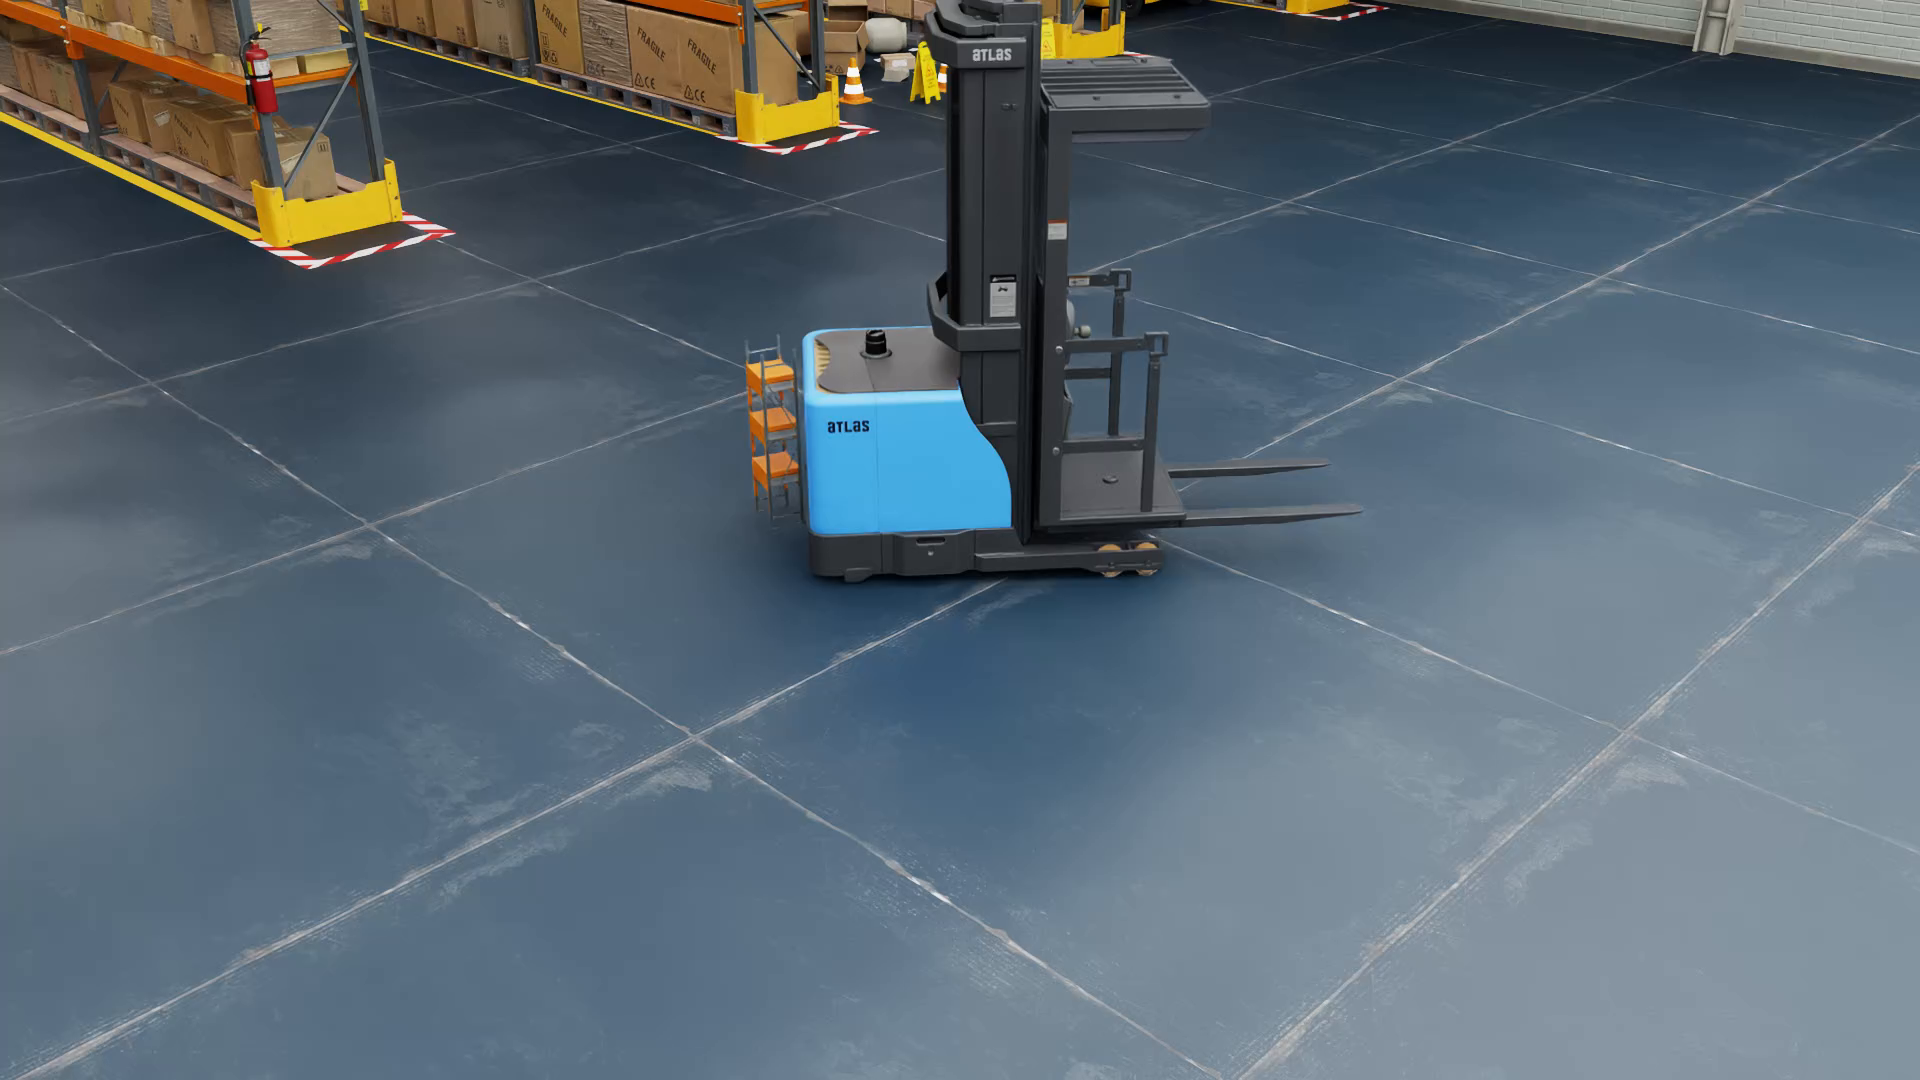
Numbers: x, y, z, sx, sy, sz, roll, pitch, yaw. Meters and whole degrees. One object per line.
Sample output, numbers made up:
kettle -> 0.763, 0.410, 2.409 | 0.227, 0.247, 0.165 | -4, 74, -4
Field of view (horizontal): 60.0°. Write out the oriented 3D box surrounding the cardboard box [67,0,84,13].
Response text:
cardboard box -> -7.922, -5.299, 15.678 | 0.500, 0.500, 0.875 | 25, 36, 38

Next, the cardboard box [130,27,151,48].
cardboard box -> -7.178, -4.524, 14.901 | 0.250, 0.149, 0.380 | 25, 36, 38

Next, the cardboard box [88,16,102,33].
cardboard box -> -7.890, -4.851, 15.523 | 0.250, 0.149, 0.380 | 25, 36, 38

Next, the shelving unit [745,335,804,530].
shelving unit -> -1.029, -0.592, 9.247 | 0.215, 1.050, 0.252 | -13, 30, -23

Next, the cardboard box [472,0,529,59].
cardboard box -> -5.156, -6.266, 19.910 | 0.750, 0.750, 1.050 | 24, 36, 38

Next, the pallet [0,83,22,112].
pallet -> -10.496, -5.106, 18.734 | 1.213, 0.211, 1.003 | 25, 36, 38

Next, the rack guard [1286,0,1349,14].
rack guard -> 5.095, -7.808, 23.563 | 0.348, 0.500, 1.175 | 25, 36, 38

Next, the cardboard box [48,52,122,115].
cardboard box -> -8.949, -4.748, 17.270 | 0.500, 0.500, 0.700 | 24, 36, 38

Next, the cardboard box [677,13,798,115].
cardboard box -> -2.328, -5.043, 17.450 | 0.875, 0.875, 0.875 | 25, 37, 39

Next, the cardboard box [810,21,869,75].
cardboard box -> -1.427, -5.902, 19.934 | 0.637, 0.503, 0.797 | 2, 28, 4

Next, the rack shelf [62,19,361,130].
rack shelf -> -6.773, -4.319, 15.015 | 4.000, 0.370, 1.077 | 25, 36, 38

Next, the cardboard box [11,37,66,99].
cardboard box -> -9.747, -5.113, 17.963 | 0.700, 0.500, 0.500 | -22, 35, -35

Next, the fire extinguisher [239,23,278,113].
fire extinguisher -> -5.589, -3.761, 13.262 | 0.183, 0.674, 0.296 | 25, 36, 38

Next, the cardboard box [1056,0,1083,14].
cardboard box -> 1.202, -6.937, 20.918 | 0.500, 0.500, 0.500 | 23, 36, 37

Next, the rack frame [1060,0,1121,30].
rack frame -> 1.601, -7.274, 19.861 | 0.127, 3.000, 1.000 | 25, 36, 38

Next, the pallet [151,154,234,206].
pallet -> -6.822, -3.451, 15.586 | 1.213, 0.211, 1.003 | 25, 36, 38

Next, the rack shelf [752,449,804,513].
rack shelf -> -1.028, -0.337, 9.382 | 0.215, 0.259, 0.240 | -13, 30, -23

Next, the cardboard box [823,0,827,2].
cardboard box -> -1.628, -7.772, 23.181 | 0.950, 0.372, 0.625 | -25, 37, -39

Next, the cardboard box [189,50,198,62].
cardboard box -> -6.404, -4.227, 14.336 | 0.250, 0.149, 0.380 | 25, 36, 38

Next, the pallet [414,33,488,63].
pallet -> -6.127, -6.294, 20.993 | 1.213, 0.211, 1.003 | 25, 36, 38

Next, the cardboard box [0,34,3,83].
cardboard box -> -10.560, -5.472, 18.647 | 0.500, 0.500, 0.700 | 22, 35, 36

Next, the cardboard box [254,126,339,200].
cardboard box -> -5.781, -3.274, 14.488 | 0.500, 0.500, 0.500 | -18, 33, -30

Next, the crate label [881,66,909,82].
crate label -> -0.750, -5.476, 19.517 | 0.298, 0.136, 0.250 | 7, 29, 13

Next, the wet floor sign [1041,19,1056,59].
wet floor sign -> 0.986, -5.815, 19.616 | 0.267, 0.644, 0.232 | -13, 30, -22

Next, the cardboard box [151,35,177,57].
cardboard box -> -6.839, -4.353, 14.576 | 0.250, 0.149, 0.380 | 25, 36, 38

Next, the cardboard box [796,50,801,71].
cardboard box -> -2.133, -5.744, 19.888 | 0.396, 0.266, 0.258 | -18, 33, -31

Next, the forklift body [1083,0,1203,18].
forklift body -> 2.447, -8.560, 23.219 | 1.214, 2.155, 2.313 | 25, 36, 38

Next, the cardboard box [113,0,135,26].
cardboard box -> -7.163, -4.995, 15.098 | 0.500, 0.500, 0.875 | 25, 36, 38

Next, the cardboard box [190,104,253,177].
cardboard box -> -6.664, -3.668, 15.238 | 0.500, 0.500, 0.500 | -21, 34, -35

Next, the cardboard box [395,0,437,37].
cardboard box -> -6.506, -6.886, 21.089 | 1.050, 0.750, 0.750 | -25, 36, -38

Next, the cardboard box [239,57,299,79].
cardboard box -> -5.695, -3.899, 13.711 | 0.250, 0.149, 0.380 | 25, 36, 38

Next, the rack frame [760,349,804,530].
rack frame -> -0.975, -0.541, 9.150 | 0.200, 1.050, 0.008 | -13, 30, -23

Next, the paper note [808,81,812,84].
paper note -> -1.696, -5.345, 19.384 | 0.144, 0.017, 0.142 | -13, 30, -22

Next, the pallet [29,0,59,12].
pallet -> -8.643, -5.503, 16.699 | 1.213, 0.211, 1.003 | 25, 36, 38

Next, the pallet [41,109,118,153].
pallet -> -8.756, -4.310, 17.220 | 1.213, 0.211, 1.003 | 25, 36, 38

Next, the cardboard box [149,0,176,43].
cardboard box -> -6.487, -4.651, 14.444 | 0.500, 0.500, 0.875 | 25, 36, 38

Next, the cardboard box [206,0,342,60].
cardboard box -> -5.720, -4.350, 13.872 | 0.500, 0.500, 0.875 | 25, 36, 38

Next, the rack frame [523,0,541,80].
rack frame -> -4.650, -6.904, 19.156 | 0.127, 3.000, 1.000 | 25, 36, 38

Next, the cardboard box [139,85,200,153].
cardboard box -> -7.529, -4.042, 15.948 | 0.500, 0.500, 0.500 | -13, 31, -24

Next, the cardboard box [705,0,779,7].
cardboard box -> -2.094, -5.771, 16.841 | 0.550, 0.550, 0.875 | 25, 36, 38

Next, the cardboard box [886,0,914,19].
cardboard box -> -0.632, -7.096, 22.024 | 0.500, 0.250, 0.500 | -23, 35, -36

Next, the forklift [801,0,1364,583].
forklift -> 0.669, -1.347, 8.663 | 3.031, 2.935, 1.130 | -3, 28, -5

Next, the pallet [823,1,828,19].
pallet -> -1.808, -7.599, 23.474 | 1.213, 0.211, 1.003 | 25, 36, 38

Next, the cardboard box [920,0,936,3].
cardboard box -> -0.262, -7.257, 21.527 | 0.500, 0.500, 0.500 | -23, 35, -37

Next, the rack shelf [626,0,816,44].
rack shelf -> -3.224, -5.933, 18.082 | 4.000, 0.370, 1.077 | 25, 36, 38

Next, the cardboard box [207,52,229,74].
cardboard box -> -6.087, -4.045, 13.989 | 0.250, 0.149, 0.380 | 25, 36, 38

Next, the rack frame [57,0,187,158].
rack frame -> -8.200, -5.290, 16.088 | 0.127, 3.000, 1.000 | 25, 36, 38

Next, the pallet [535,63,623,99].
pallet -> -4.163, -5.395, 19.284 | 1.213, 0.211, 1.003 | 25, 36, 38

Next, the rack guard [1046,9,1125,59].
rack guard -> 1.546, -6.193, 20.490 | 0.348, 0.500, 1.175 | 25, 36, 38

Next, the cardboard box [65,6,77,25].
cardboard box -> -8.257, -5.009, 15.824 | 0.250, 0.149, 0.380 | 25, 36, 38

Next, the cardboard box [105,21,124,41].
cardboard box -> -7.556, -4.677, 15.192 | 0.250, 0.149, 0.380 | 25, 36, 38

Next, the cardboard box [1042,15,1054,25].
cardboard box -> 0.818, -6.425, 20.750 | 0.500, 0.250, 0.500 | 24, 36, 38

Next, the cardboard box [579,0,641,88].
cardboard box -> -3.605, -5.628, 18.561 | 0.875, 0.875, 0.875 | 25, 37, 39

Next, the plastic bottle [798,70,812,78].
plastic bottle -> -1.801, -5.514, 19.671 | 0.283, 0.061, 0.133 | 12, 30, 22

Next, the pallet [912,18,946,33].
pallet -> 0.126, -6.740, 21.840 | 1.213, 0.211, 1.003 | 25, 36, 38

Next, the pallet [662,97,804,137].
pallet -> -2.423, -4.599, 17.770 | 1.213, 0.211, 1.003 | 25, 36, 38

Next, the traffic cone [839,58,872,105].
traffic cone -> -1.181, -5.120, 18.490 | 0.334, 0.463, 0.336 | 25, 36, 38

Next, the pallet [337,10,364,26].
pallet -> -8.059, -7.230, 22.773 | 1.213, 0.211, 1.003 | 25, 36, 38
